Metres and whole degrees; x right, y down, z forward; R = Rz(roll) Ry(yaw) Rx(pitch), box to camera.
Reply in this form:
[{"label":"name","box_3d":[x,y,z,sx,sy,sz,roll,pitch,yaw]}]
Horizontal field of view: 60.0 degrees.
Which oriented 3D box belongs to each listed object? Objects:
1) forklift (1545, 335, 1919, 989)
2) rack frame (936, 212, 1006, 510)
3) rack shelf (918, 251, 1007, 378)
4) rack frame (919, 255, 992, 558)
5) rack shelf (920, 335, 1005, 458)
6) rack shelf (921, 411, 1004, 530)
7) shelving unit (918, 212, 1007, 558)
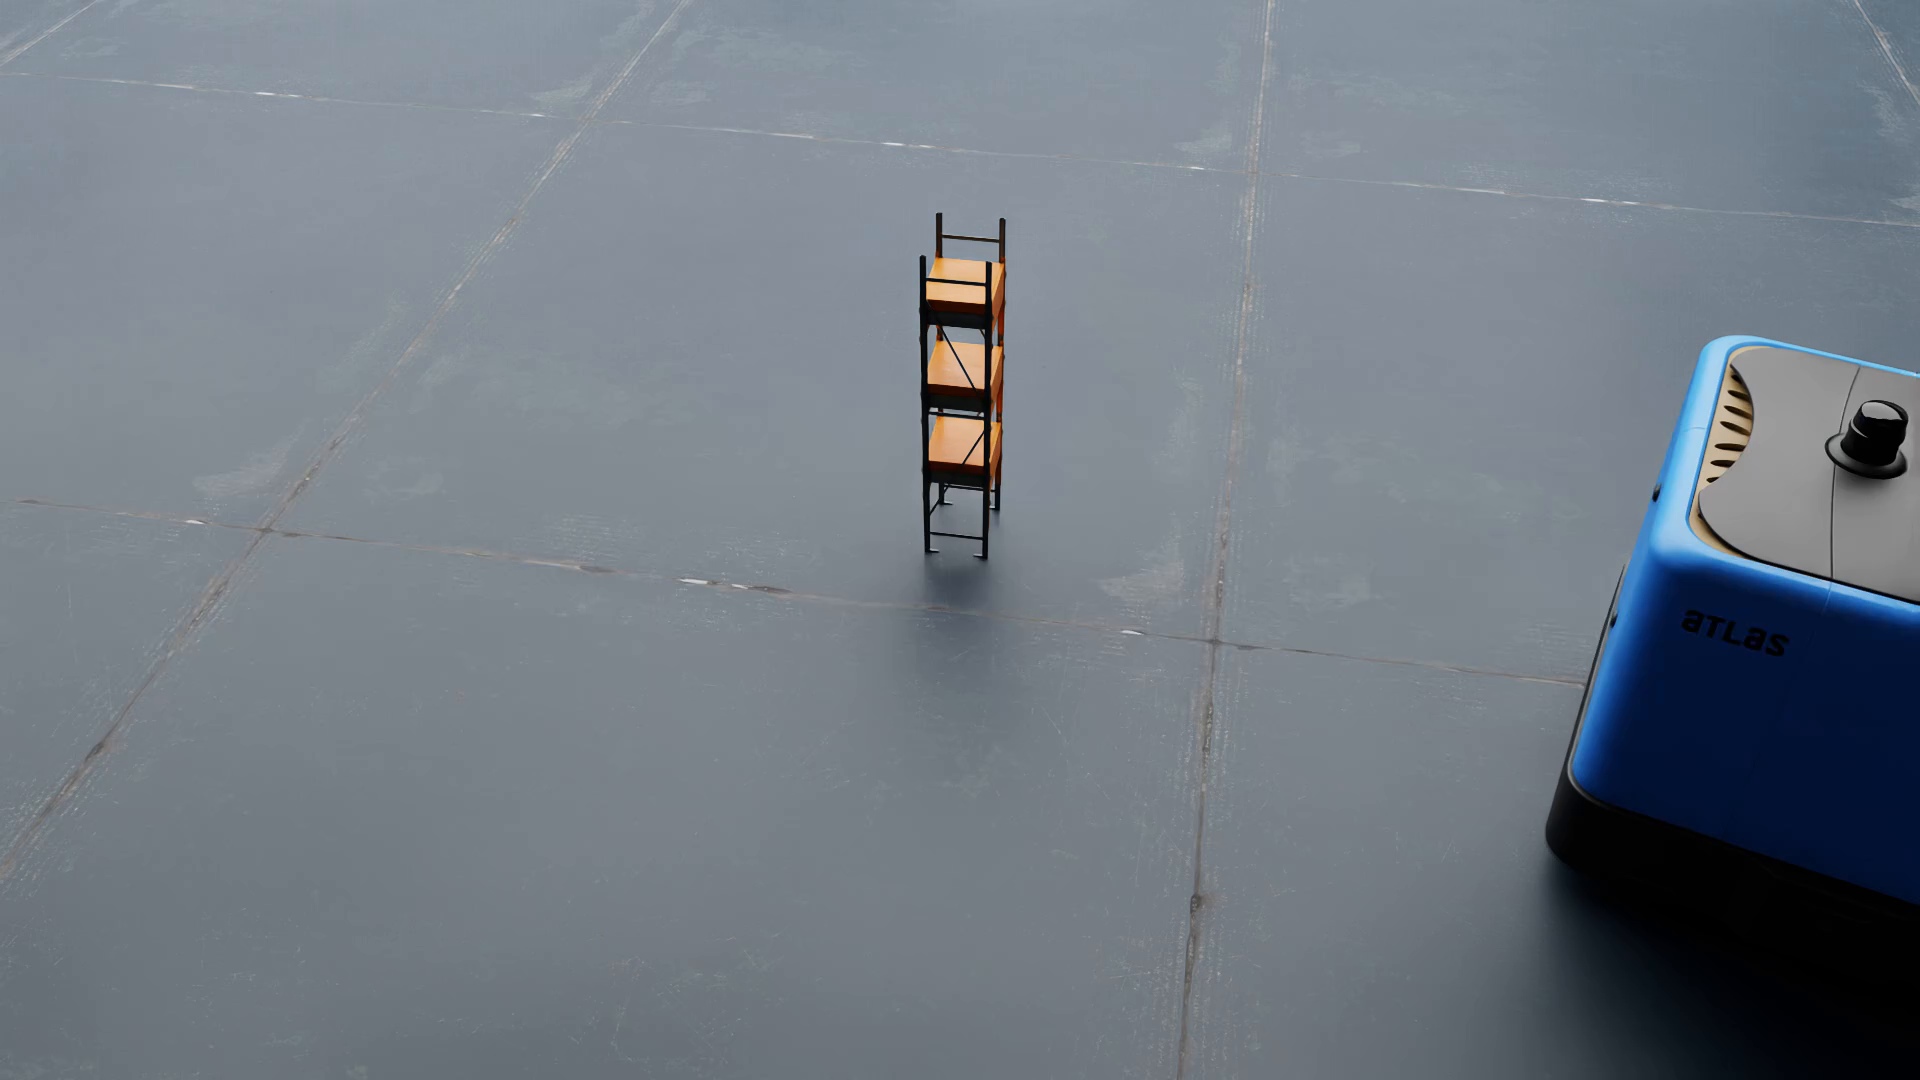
[{"label":"forklift","box_3d":[3.040,-0.152,3.133,3.031,2.935,1.130,17,43,20]},{"label":"rack frame","box_3d":[0.030,-0.515,5.049,0.200,1.050,0.008,6,40,8]},{"label":"rack shelf","box_3d":[0.009,-0.649,4.782,0.215,0.259,0.240,6,40,8]},{"label":"rack frame","box_3d":[-0.012,-0.362,4.863,0.200,1.050,0.008,6,40,8]},{"label":"rack shelf","box_3d":[0.009,-0.430,4.963,0.215,0.259,0.240,6,40,8]},{"label":"rack shelf","box_3d":[0.009,-0.216,5.140,0.215,0.259,0.240,6,40,8]},{"label":"shelving unit","box_3d":[0.009,-0.438,4.956,0.215,1.050,0.252,6,40,8]}]
